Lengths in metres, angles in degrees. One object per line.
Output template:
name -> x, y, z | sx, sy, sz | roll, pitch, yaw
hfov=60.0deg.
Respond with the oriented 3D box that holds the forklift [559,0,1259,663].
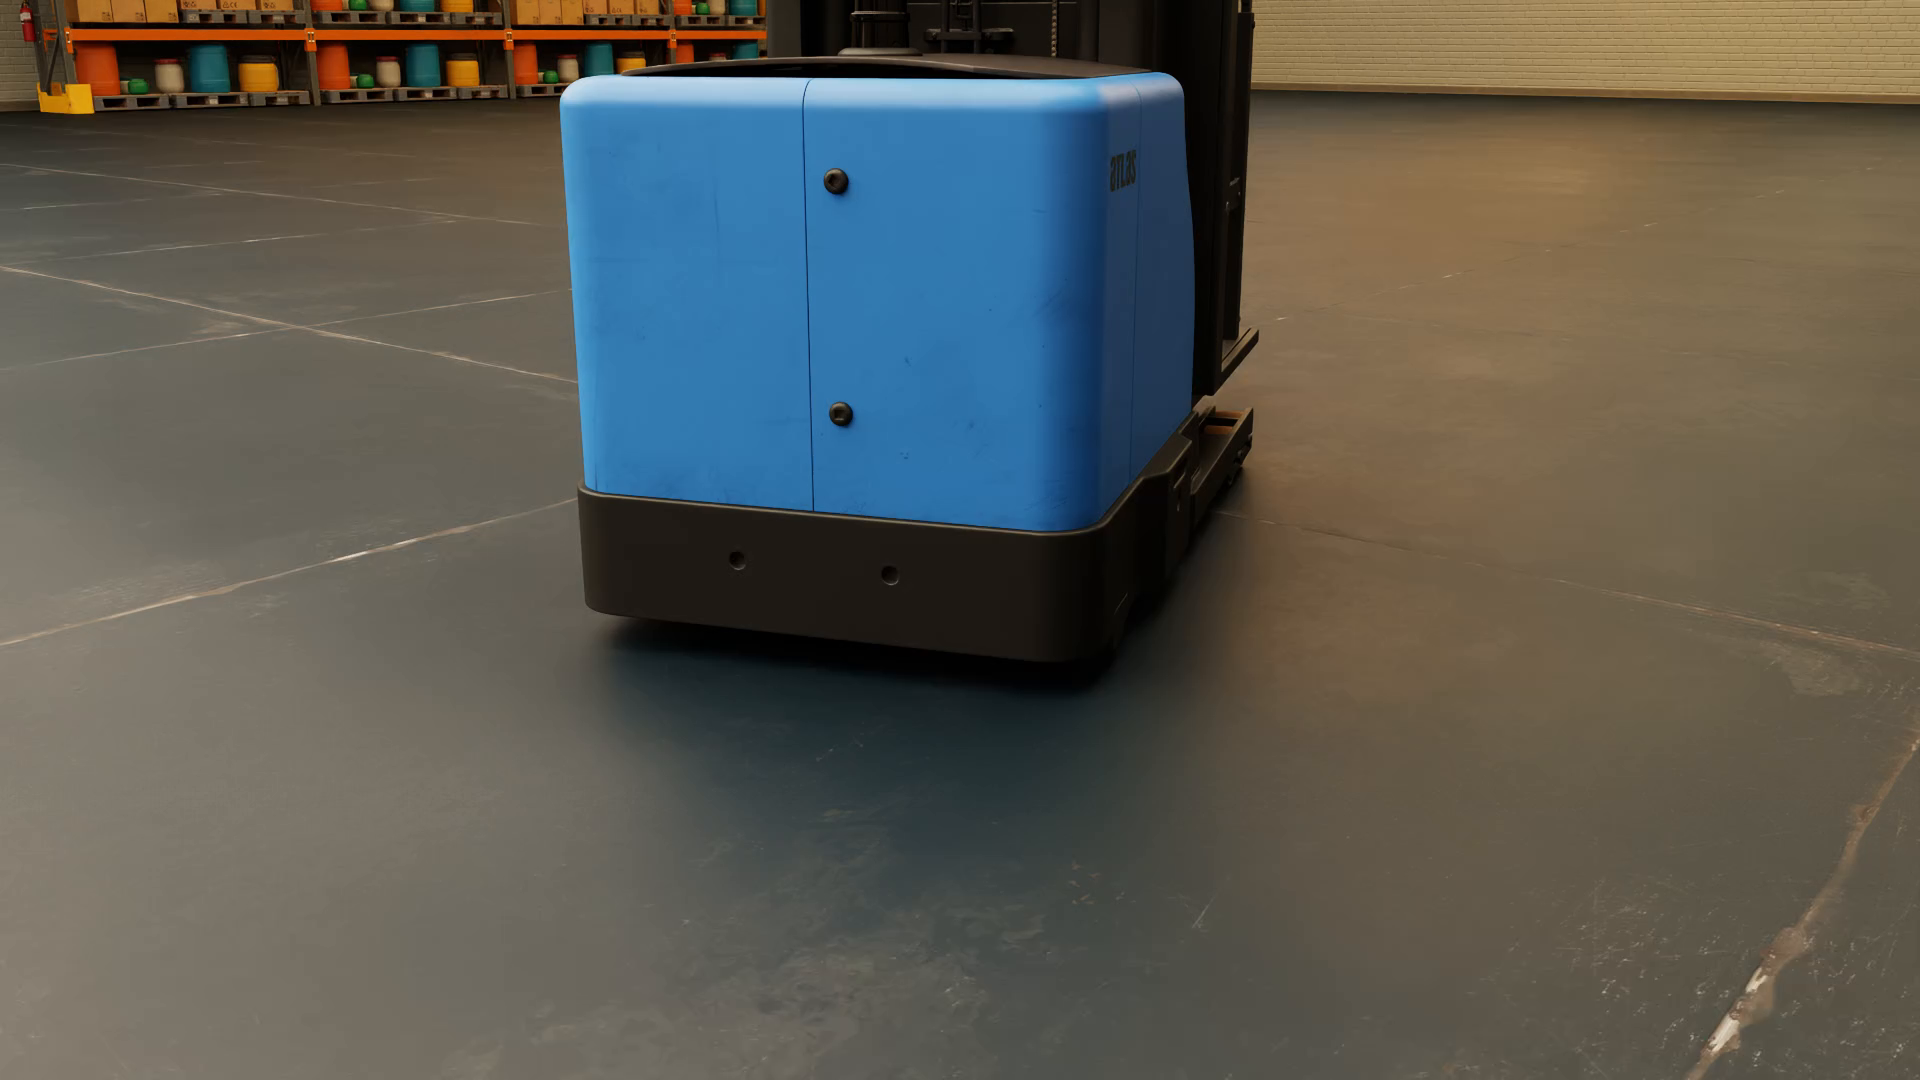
forklift -> 0.182, -1.571, 4.072 | 1.130, 2.935, 3.031 | 5, 18, 17
